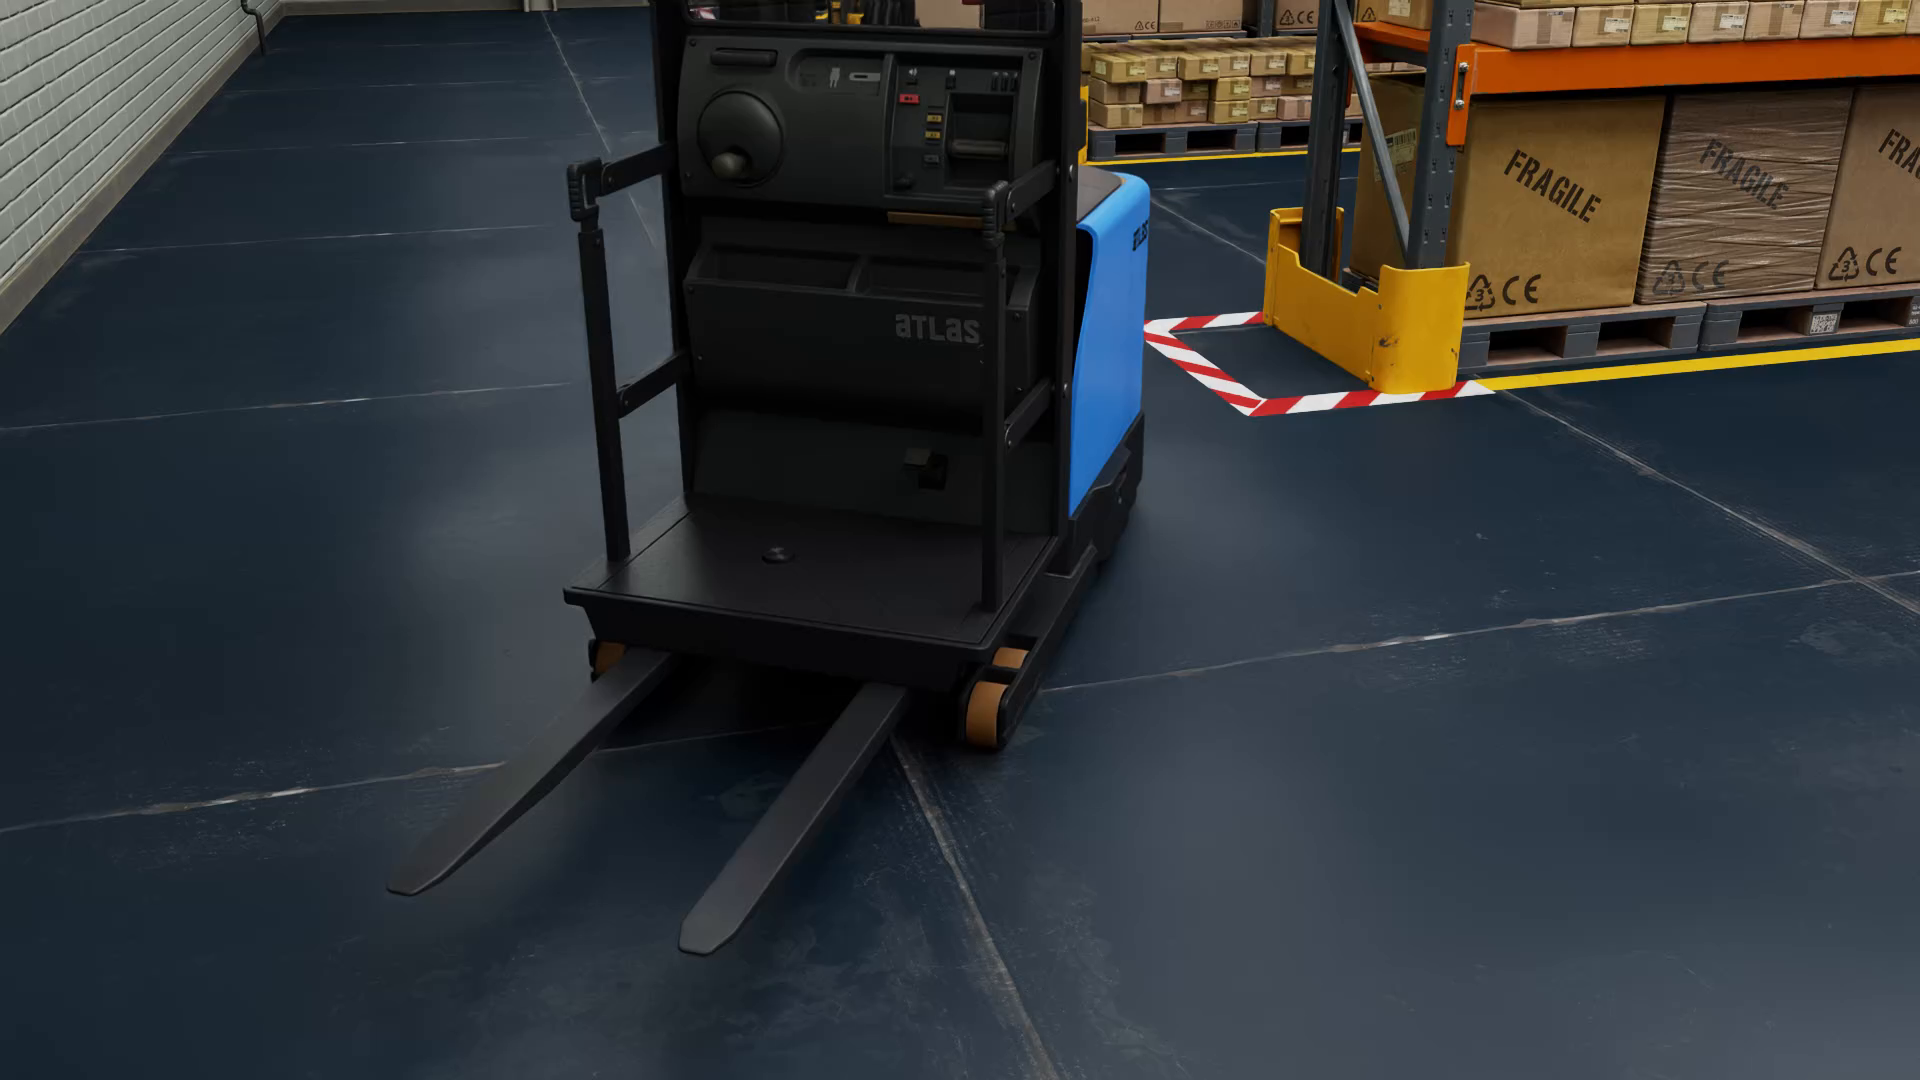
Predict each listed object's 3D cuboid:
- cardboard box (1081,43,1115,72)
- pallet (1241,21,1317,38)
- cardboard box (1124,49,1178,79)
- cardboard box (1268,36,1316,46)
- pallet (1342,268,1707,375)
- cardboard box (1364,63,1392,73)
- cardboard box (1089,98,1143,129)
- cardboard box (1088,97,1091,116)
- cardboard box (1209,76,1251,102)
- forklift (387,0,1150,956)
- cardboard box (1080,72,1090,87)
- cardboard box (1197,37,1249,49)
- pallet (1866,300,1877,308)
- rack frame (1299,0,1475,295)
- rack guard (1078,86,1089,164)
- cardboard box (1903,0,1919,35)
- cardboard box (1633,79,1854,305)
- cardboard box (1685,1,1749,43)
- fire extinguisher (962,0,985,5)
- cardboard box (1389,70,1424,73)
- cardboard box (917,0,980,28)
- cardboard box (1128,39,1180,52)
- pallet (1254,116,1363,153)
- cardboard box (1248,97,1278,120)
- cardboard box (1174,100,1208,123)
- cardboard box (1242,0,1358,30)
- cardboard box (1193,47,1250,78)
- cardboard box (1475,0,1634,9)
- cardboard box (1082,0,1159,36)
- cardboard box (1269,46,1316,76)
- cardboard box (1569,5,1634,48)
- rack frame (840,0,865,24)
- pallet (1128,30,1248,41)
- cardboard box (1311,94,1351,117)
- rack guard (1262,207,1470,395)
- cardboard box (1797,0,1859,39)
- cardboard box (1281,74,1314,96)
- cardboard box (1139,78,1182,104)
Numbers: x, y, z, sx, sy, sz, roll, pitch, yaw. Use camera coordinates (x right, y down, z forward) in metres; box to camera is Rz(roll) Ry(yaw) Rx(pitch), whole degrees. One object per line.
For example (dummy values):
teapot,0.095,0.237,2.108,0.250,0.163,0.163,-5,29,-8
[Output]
cardboard box,0.908,-3.394,11.683,0.250,0.149,0.380,-6,24,-14
pallet,3.606,-5.209,17.122,1.213,0.211,1.003,-6,24,-14
cardboard box,1.296,-3.243,11.332,0.250,0.149,0.380,-6,24,-13
cardboard box,2.419,-3.552,12.053,0.250,0.149,0.380,-6,24,-14
pallet,2.458,-1.024,7.370,1.213,0.211,1.003,-6,24,-14
cardboard box,2.810,-3.364,11.613,0.250,0.149,0.380,-7,24,-16
cardboard box,1.057,-2.902,11.292,0.250,0.149,0.380,-6,24,-13
cardboard box,0.917,-3.103,11.760,0.250,0.149,0.380,-6,24,-13
cardboard box,1.807,-3.116,11.414,0.250,0.149,0.380,-6,24,-13
forklift,-0.318,-1.012,3.892,1.130,2.935,3.031,7,24,16
cardboard box,0.898,-3.269,11.770,0.250,0.149,0.380,-7,24,-16
cardboard box,1.890,-3.528,11.996,0.250,0.149,0.380,-5,24,-12
pallet,4.807,-1.284,7.975,1.213,0.211,1.003,-6,24,-14
rack frame,1.709,-2.191,6.552,0.127,3.000,1.000,-6,24,-14
rack guard,0.540,-2.944,11.478,0.348,0.500,1.175,-6,24,-14
cardboard box,3.873,-2.181,6.847,0.250,0.149,0.380,-6,24,-14
cardboard box,3.180,-1.603,7.344,0.875,0.875,0.875,-6,24,-14
cardboard box,2.884,-2.072,6.592,0.250,0.149,0.380,-7,24,-15
fire extinguisher,0.099,-4.026,11.400,0.183,0.674,0.296,-6,24,-14
cardboard box,3.082,-3.283,11.804,0.250,0.149,0.380,-6,24,-13
cardboard box,-0.360,-5.077,15.995,0.875,0.438,0.875,-7,24,-16
cardboard box,1.380,-3.474,11.872,0.250,0.149,0.380,-7,24,-16
pallet,2.504,-3.013,12.004,1.213,0.211,1.003,-6,24,-14
cardboard box,2.020,-3.039,11.611,0.250,0.149,0.380,-6,24,-14
cardboard box,1.525,-2.990,11.497,0.250,0.149,0.380,-6,24,-14
cardboard box,3.459,-5.692,16.874,0.875,0.875,0.875,-6,24,-13
cardboard box,1.789,-3.279,11.416,0.250,0.149,0.380,-8,24,-17
cardboard box,2.244,-2.207,6.403,0.500,0.250,0.500,-7,24,-16
cardboard box,1.388,-5.273,16.452,0.875,0.438,0.875,-7,24,-16
cardboard box,2.324,-3.316,11.501,0.250,0.149,0.380,-6,24,-14
cardboard box,2.387,-2.016,6.463,0.250,0.149,0.380,-7,24,-15
rack frame,-0.968,-5.953,15.321,0.127,3.000,1.000,-6,24,-14
pallet,2.130,-5.047,16.744,1.213,0.211,1.003,-6,24,-14
cardboard box,2.543,-3.072,11.688,0.250,0.149,0.380,-6,24,-14
rack guard,1.686,-1.040,7.039,0.348,0.500,1.175,-6,24,-14
cardboard box,3.377,-2.126,6.719,0.250,0.149,0.380,-7,24,-15
cardboard box,2.287,-3.225,11.668,0.250,0.149,0.380,-5,24,-12
cardboard box,1.319,-3.070,11.307,0.250,0.149,0.380,-6,24,-15
